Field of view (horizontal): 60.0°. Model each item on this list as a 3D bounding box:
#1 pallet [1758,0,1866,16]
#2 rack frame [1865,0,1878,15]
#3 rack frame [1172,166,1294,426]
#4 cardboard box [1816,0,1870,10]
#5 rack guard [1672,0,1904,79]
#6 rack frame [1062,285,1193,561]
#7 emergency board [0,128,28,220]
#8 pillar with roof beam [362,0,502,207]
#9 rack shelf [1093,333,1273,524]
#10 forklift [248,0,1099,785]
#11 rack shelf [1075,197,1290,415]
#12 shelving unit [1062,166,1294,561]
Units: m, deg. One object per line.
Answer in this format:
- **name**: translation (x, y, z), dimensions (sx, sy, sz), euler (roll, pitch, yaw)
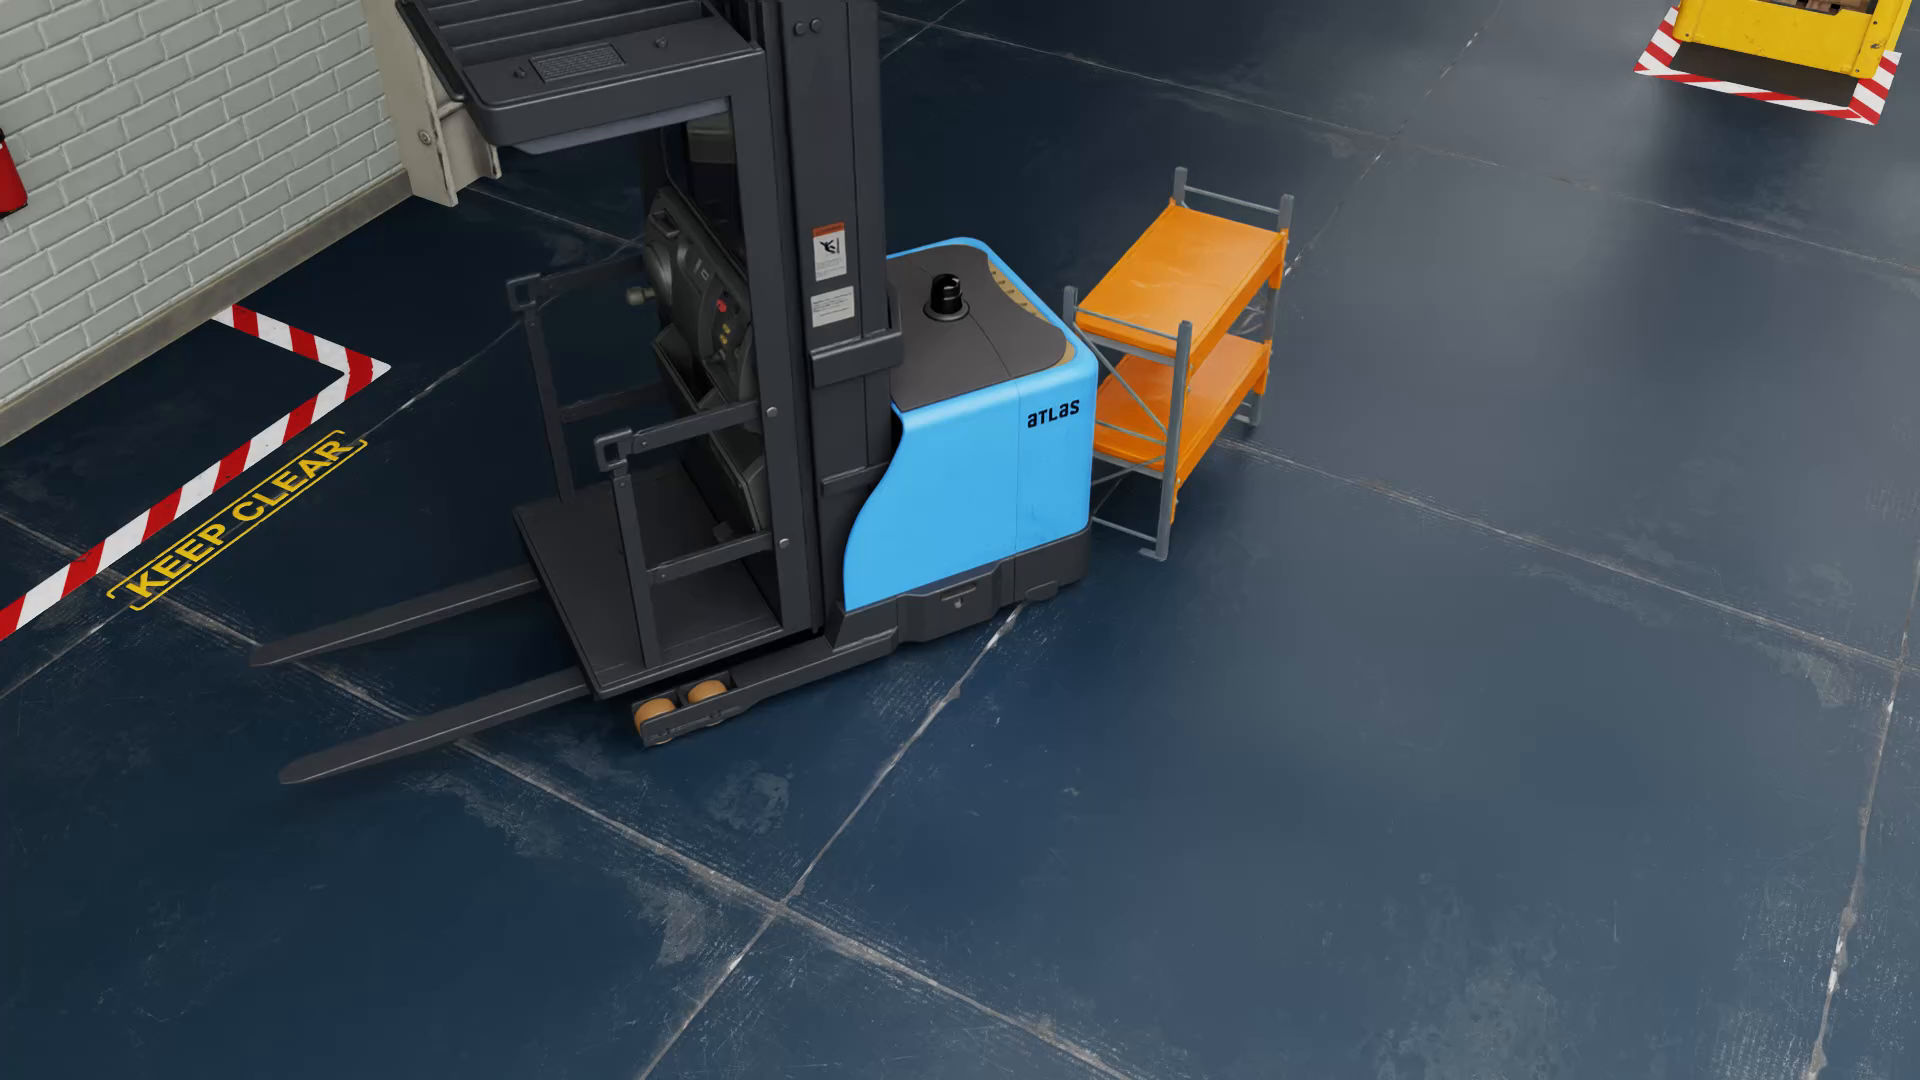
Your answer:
- **pallet**: translation (5.334, -3.552, 10.624), dimensions (1.003, 0.211, 1.213), euler (21, 45, 22)
- **rack frame**: translation (4.988, -4.147, 9.190), dimensions (1.000, 3.000, 0.127), euler (21, 45, 22)
- **rack frame**: translation (1.099, -1.013, 7.049), dimensions (0.500, 1.125, 0.032), euler (20, 45, 21)
- **cardboard box**: translation (5.449, -3.506, 10.225), dimensions (0.500, 0.250, 0.500), euler (21, 45, 22)
- **rack guard**: translation (4.976, -3.196, 10.001), dimensions (1.175, 0.500, 0.348), euler (21, 45, 22)
- **rack frame**: translation (0.606, -0.425, 6.382), dimensions (0.500, 1.125, 0.032), euler (20, 45, 21)
- **emergency board**: translation (-3.974, -1.636, 6.338), dimensions (0.194, 1.169, 0.643), euler (21, 45, 22)
- **pillar with roof beam**: translation (1.023, -3.865, 4.330), dimensions (9.100, 9.000, 0.400), euler (21, 45, 22)
- **rack shelf**: translation (0.853, -0.535, 6.877), dimensions (0.538, 0.278, 1.000), euler (20, 45, 21)
- **forklift**: translation (-1.045, -0.773, 5.411), dimensions (3.031, 2.935, 1.130), euler (-19, 45, -20)
- **rack shelf**: translation (0.853, -0.938, 6.522), dimensions (0.538, 0.278, 1.000), euler (20, 45, 21)
- **shelving unit**: translation (0.853, -0.719, 6.715), dimensions (0.538, 1.125, 1.048), euler (20, 45, 21)
